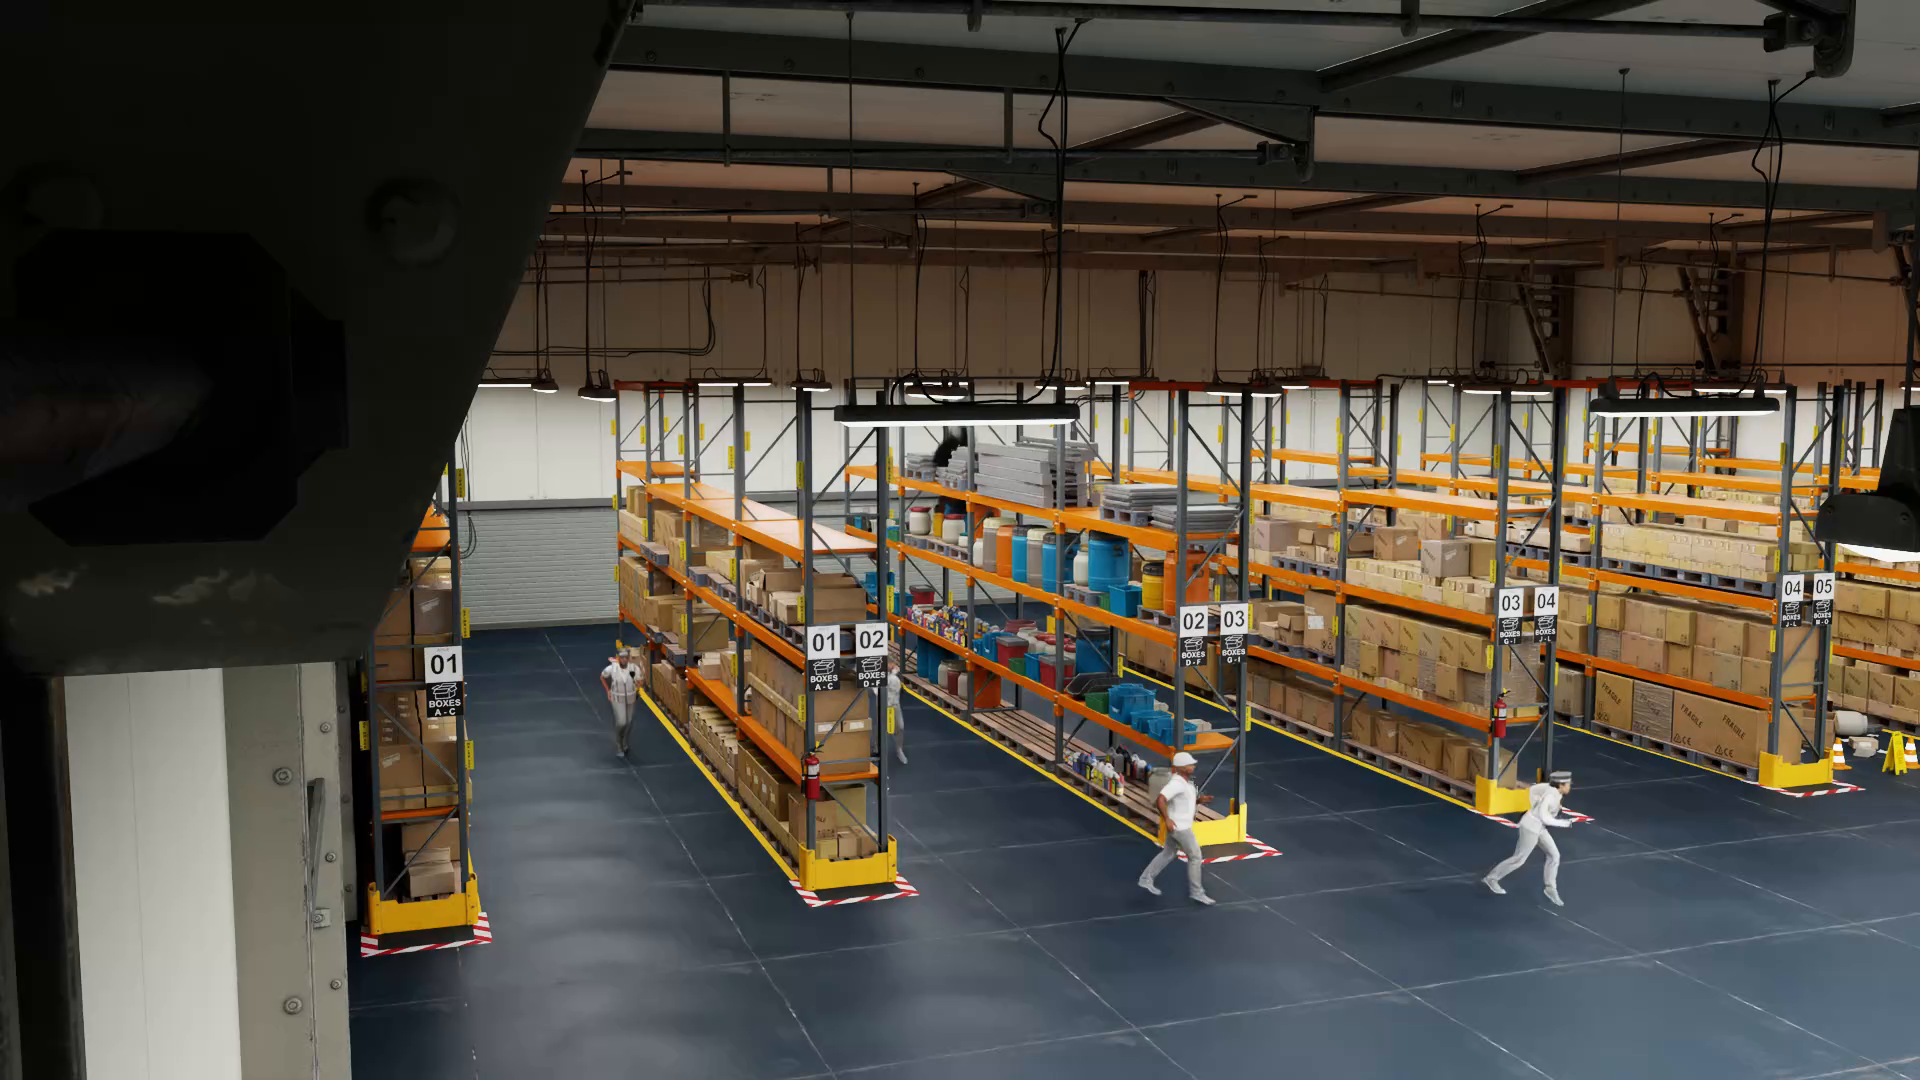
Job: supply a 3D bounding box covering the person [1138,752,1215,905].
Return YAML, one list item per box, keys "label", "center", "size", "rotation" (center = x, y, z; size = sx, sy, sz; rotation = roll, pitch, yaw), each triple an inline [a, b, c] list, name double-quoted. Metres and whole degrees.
- label: "person"
  center: [2.550, 3.373, 19.503]
  size: [0.909, 1.800, 0.684]
  rotation: [0, 6, 3]

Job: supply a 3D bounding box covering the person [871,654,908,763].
- label: "person"
  center: [-1.168, 2.670, 26.624]
  size: [0.598, 1.743, 0.779]
  rotation: [-5, 8, -37]

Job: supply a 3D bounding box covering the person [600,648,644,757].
- label: "person"
  center: [-5.434, 2.634, 26.902]
  size: [0.657, 1.830, 0.803]
  rotation: [-3, 7, -23]

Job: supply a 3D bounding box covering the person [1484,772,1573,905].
- label: "person"
  center: [6.711, 3.499, 19.654]
  size: [0.960, 1.623, 0.657]
  rotation: [2, 6, 19]
